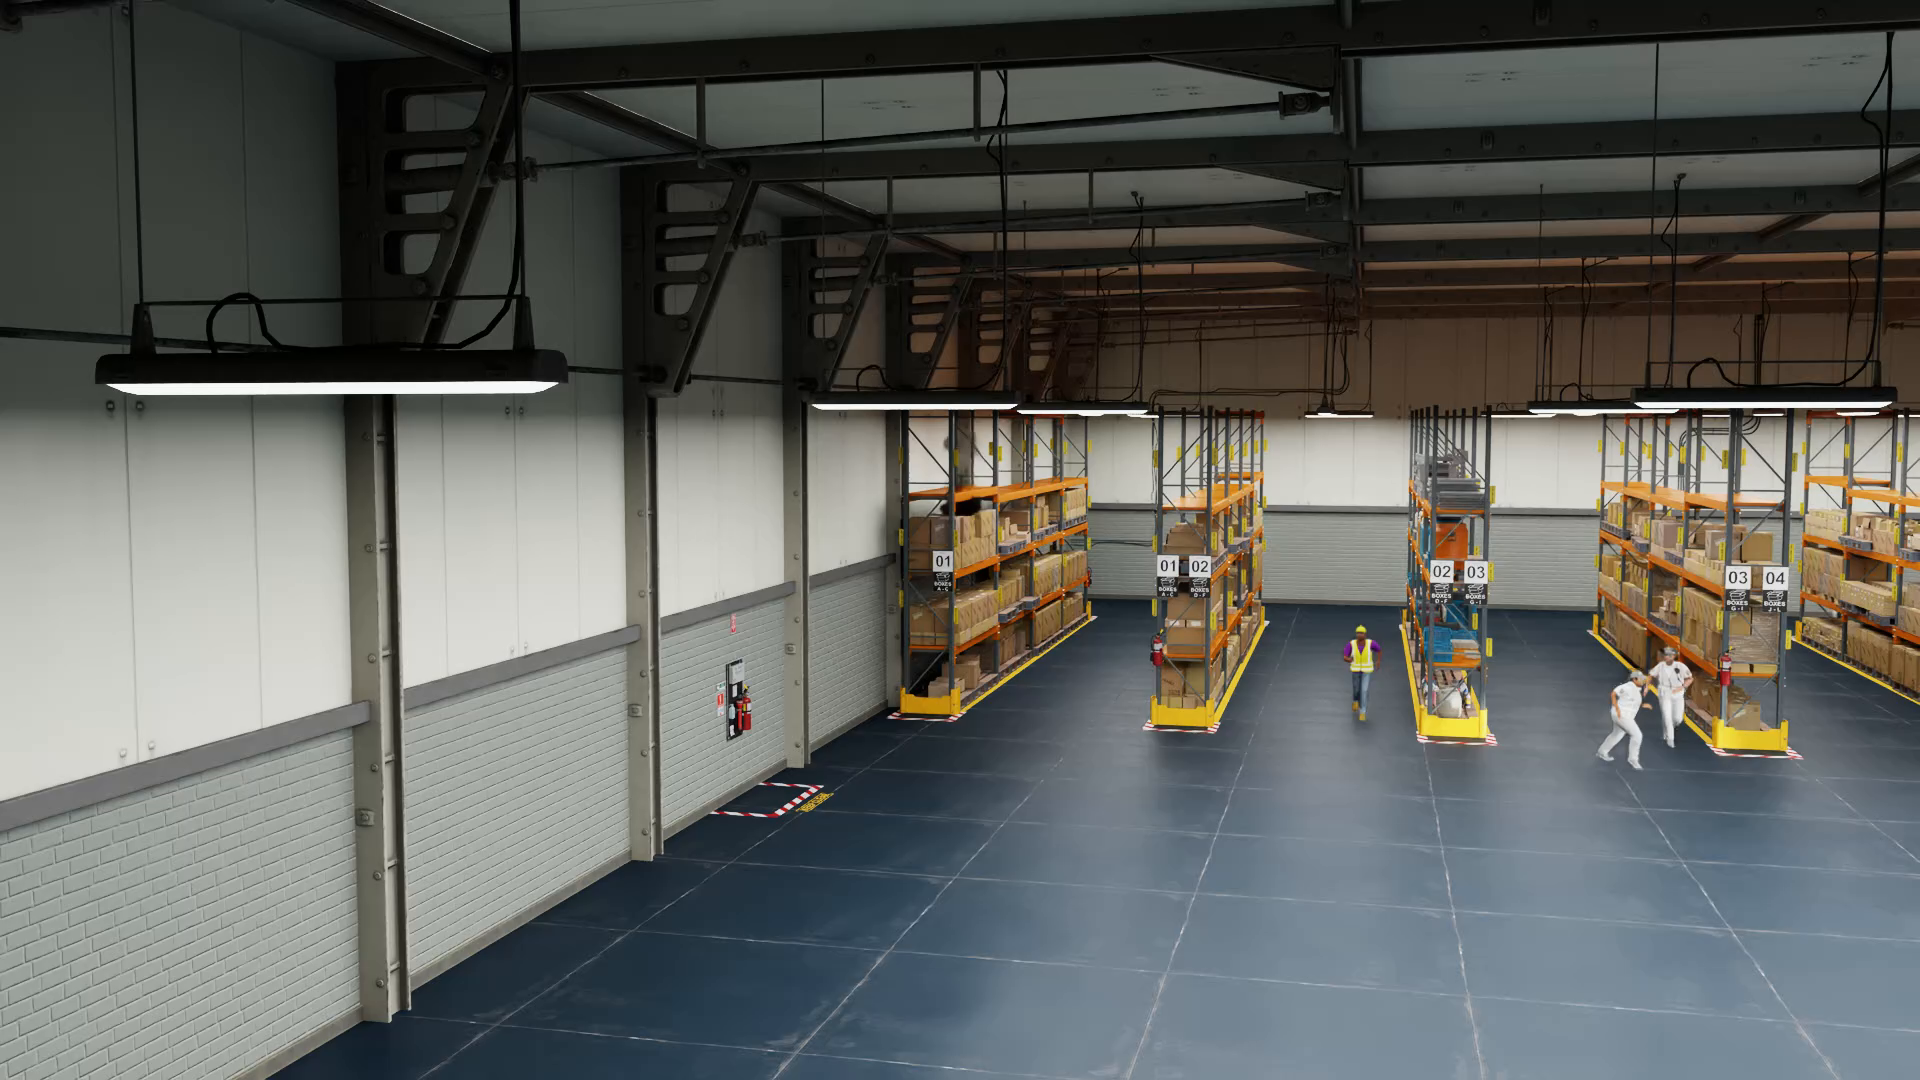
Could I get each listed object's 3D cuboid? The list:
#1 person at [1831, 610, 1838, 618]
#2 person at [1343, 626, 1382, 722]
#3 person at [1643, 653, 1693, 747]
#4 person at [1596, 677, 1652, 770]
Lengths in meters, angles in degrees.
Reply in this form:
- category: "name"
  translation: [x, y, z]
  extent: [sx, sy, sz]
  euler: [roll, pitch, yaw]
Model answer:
- category: "person"
  translation: [23.703, 1.659, 44.926]
  extent: [0.776, 1.717, 0.556]
  euler: [-2, 4, -23]
- category: "person"
  translation: [7.739, 2.539, 32.033]
  extent: [0.710, 1.784, 0.985]
  euler: [1, 4, 19]
- category: "person"
  translation: [12.536, 2.792, 29.462]
  extent: [0.807, 1.713, 0.569]
  euler: [1, 4, 17]
- category: "person"
  translation: [10.961, 2.967, 27.525]
  extent: [0.868, 1.645, 0.621]
  euler: [4, 5, 41]
